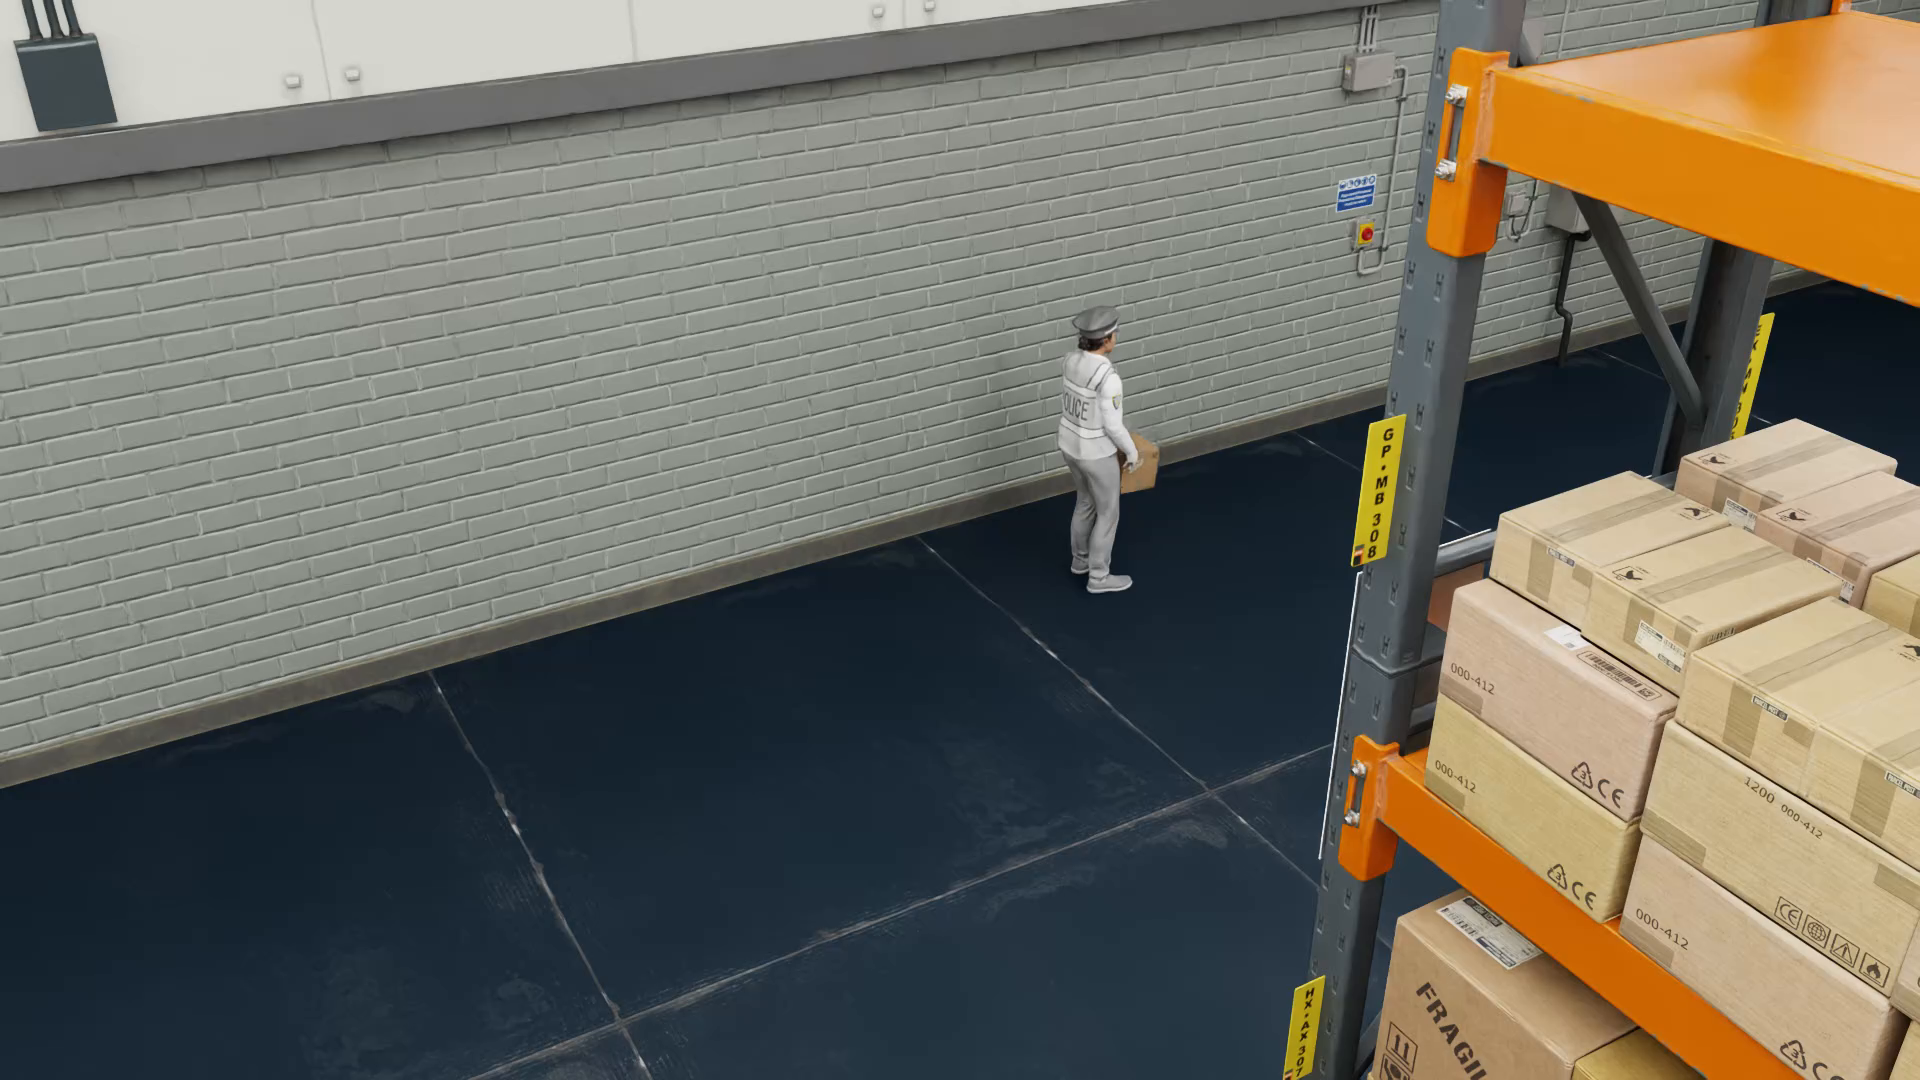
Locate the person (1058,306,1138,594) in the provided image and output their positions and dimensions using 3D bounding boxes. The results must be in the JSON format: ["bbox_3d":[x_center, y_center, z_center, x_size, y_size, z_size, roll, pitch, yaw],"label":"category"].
[{"bbox_3d":[0.778,-0.517,9.461,0.409,1.680,0.502,-17,33,-27],"label":"person"}]
